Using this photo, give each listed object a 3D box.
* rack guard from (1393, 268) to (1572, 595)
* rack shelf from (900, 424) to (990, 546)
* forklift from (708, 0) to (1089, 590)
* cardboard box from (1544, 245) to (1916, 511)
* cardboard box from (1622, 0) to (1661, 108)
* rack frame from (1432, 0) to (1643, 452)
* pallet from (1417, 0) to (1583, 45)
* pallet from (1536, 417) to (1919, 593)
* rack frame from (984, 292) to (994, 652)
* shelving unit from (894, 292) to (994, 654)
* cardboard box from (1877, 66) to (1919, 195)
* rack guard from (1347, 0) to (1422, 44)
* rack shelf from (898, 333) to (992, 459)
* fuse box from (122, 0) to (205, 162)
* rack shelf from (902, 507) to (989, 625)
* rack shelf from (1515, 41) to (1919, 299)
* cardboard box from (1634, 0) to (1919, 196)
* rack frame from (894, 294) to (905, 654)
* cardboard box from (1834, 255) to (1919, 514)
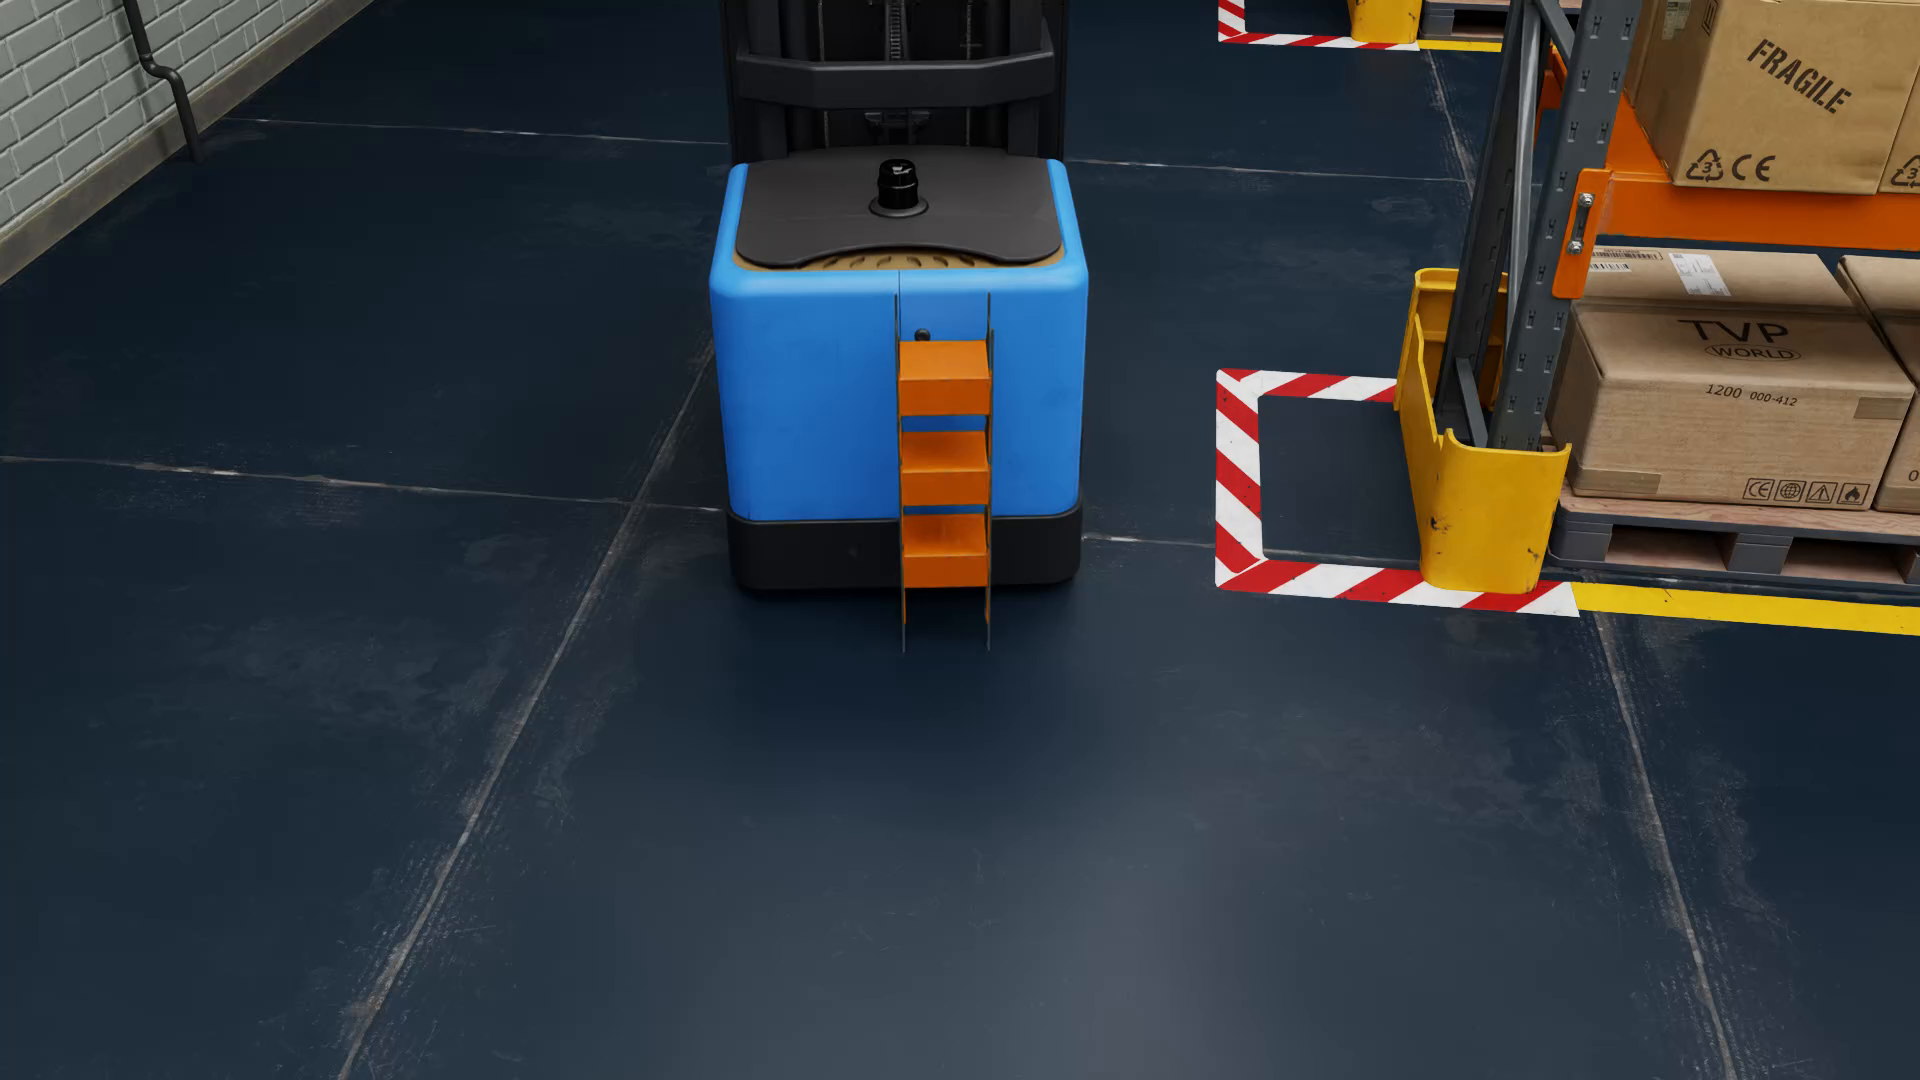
[{"bbox_3d":[1.651,-0.383,5.356,0.348,0.500,1.175,4,36,6],"label":"rack guard"},{"bbox_3d":[-0.043,-0.151,4.576,0.240,0.259,0.215,-1,36,-2],"label":"rack shelf"},{"bbox_3d":[-0.212,-1.875,5.354,1.130,2.935,3.031,-1,36,-2],"label":"forklift"},{"bbox_3d":[2.343,-0.535,5.262,0.875,0.438,0.875,3,36,4],"label":"cardboard box"},{"bbox_3d":[2.187,-1.556,4.762,0.500,0.500,0.500,4,36,6],"label":"cardboard box"},{"bbox_3d":[1.675,-1.399,4.628,0.127,3.000,1.000,4,36,6],"label":"rack frame"},{"bbox_3d":[3.170,-3.060,9.356,1.213,0.211,1.003,4,36,6],"label":"pallet"},{"bbox_3d":[2.478,-0.250,5.418,1.213,0.211,1.003,4,36,6],"label":"pallet"},{"bbox_3d":[0.079,-0.162,4.574,0.008,1.050,0.200,-1,36,-2],"label":"rack frame"},{"bbox_3d":[-0.043,-0.160,4.570,0.252,1.050,0.215,-1,36,-2],"label":"shelving unit"},{"bbox_3d":[2.620,-1.217,4.287,0.500,0.500,0.500,4,36,5],"label":"cardboard box"},{"bbox_3d":[2.379,-3.236,9.354,0.348,0.500,1.175,4,36,6],"label":"rack guard"},{"bbox_3d":[-0.043,-0.382,4.411,0.240,0.259,0.215,-1,36,-2],"label":"rack shelf"},{"bbox_3d":[-3.508,-2.478,7.248,0.414,1.711,0.539,4,36,6],"label":"fuse box"},{"bbox_3d":[-0.043,0.075,4.738,0.240,0.259,0.215,-1,36,-2],"label":"rack shelf"},{"bbox_3d":[3.659,-0.958,4.629,4.000,0.370,1.077,4,36,6],"label":"rack shelf"},{"bbox_3d":[2.115,-1.238,4.317,0.500,0.500,0.500,4,36,6],"label":"cardboard box"},{"bbox_3d":[-0.165,-0.157,4.566,0.008,1.050,0.200,-1,36,-2],"label":"rack frame"},{"bbox_3d":[3.251,-0.473,5.174,0.875,0.438,0.875,5,36,7],"label":"cardboard box"}]
